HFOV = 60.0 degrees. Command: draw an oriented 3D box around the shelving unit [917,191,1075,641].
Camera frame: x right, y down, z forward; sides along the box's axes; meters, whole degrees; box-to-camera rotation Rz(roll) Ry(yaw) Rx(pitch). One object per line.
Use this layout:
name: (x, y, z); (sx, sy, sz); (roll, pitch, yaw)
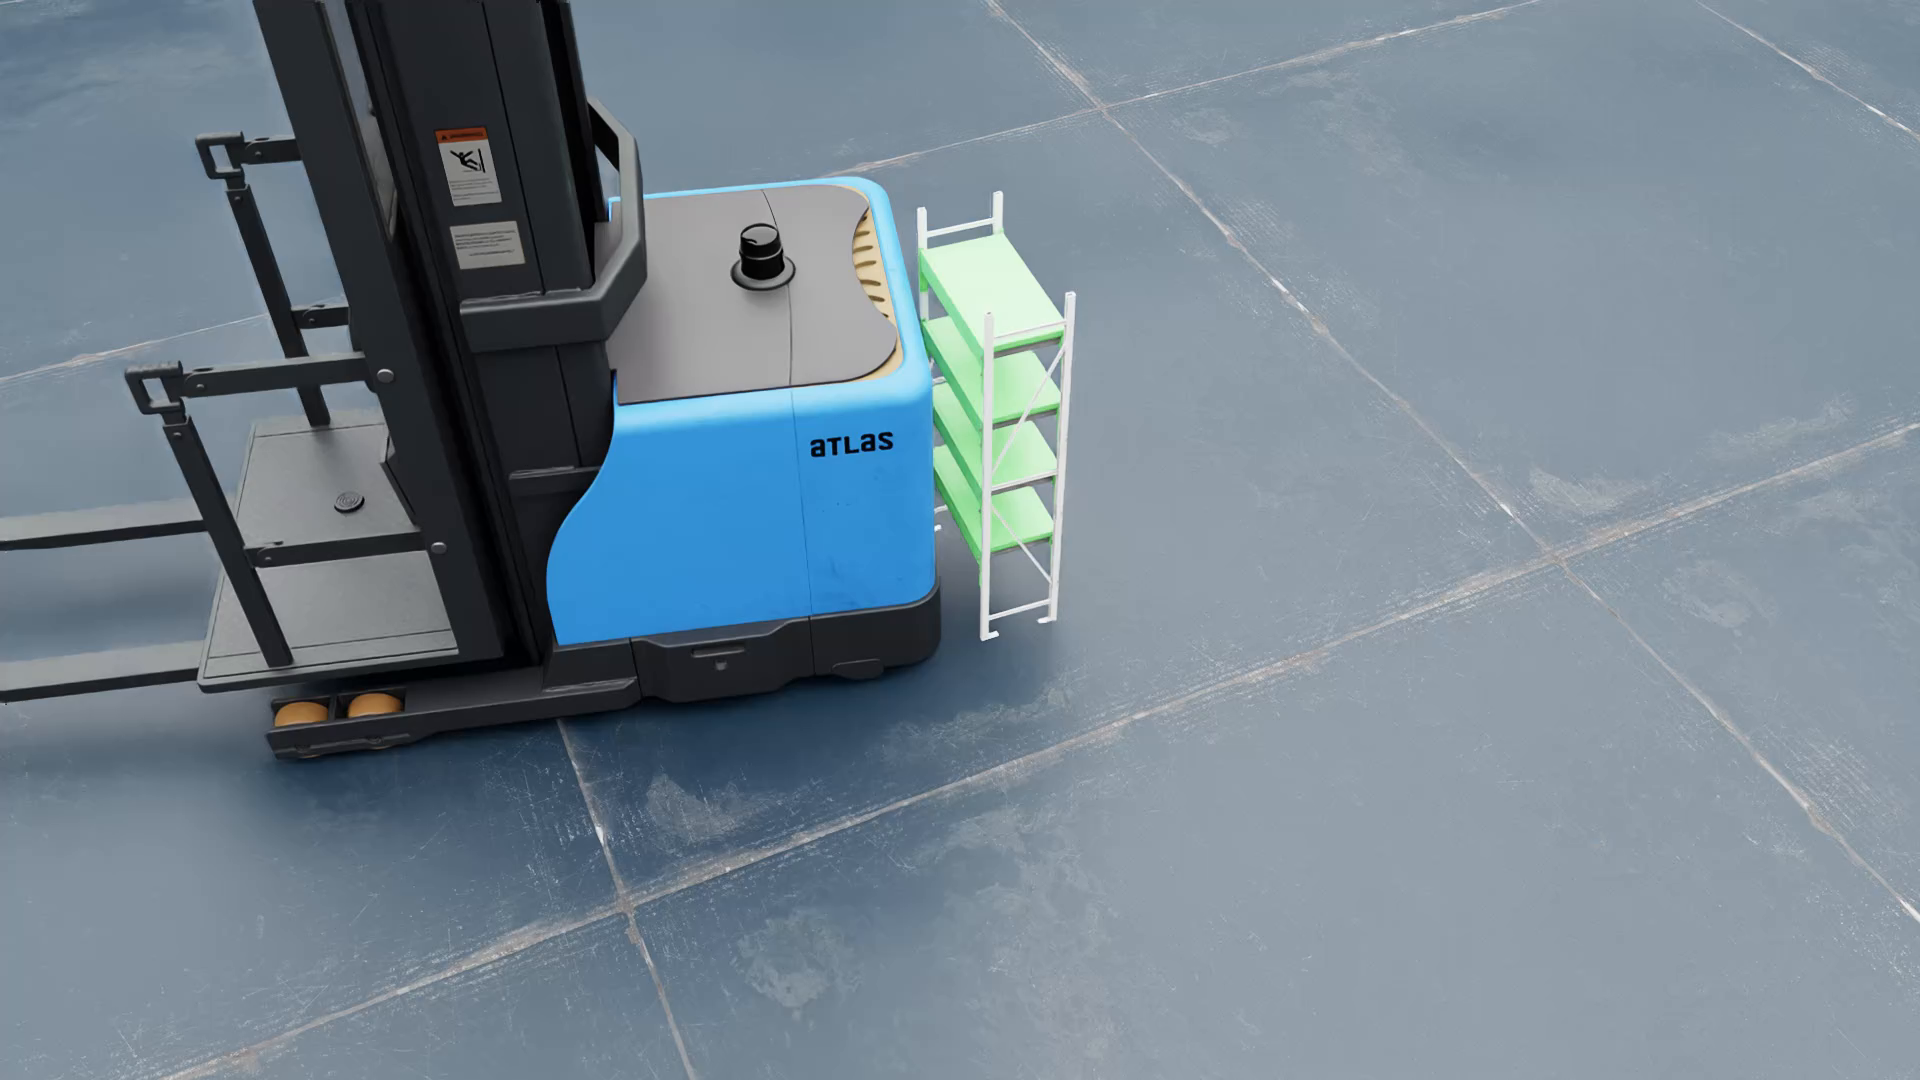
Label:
shelving unit: (0.088, -0.322, 4.722); (0.258, 1.200, 0.503); (-15, 47, -15)

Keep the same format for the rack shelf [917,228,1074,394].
rack shelf: (0.088, -0.618, 4.429); (0.258, 0.148, 0.480); (-15, 47, -15)

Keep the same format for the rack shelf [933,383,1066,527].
rack shelf: (0.088, -0.276, 4.767); (0.258, 0.148, 0.480); (-15, 47, -15)

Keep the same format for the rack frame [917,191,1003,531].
rack frame: (0.001, -0.482, 4.884); (0.240, 1.200, 0.015); (-15, 47, -15)

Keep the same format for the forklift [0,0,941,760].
forklift: (-1.621, -0.837, 4.012); (3.031, 2.935, 1.130); (-7, 45, -7)

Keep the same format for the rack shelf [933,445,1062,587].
rack shelf: (0.088, -0.105, 4.935); (0.258, 0.148, 0.480); (-15, 47, -15)

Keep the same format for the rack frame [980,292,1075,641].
rack frame: (0.175, -0.162, 4.559); (0.240, 1.200, 0.015); (-15, 47, -15)

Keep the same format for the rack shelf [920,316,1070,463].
rack shelf: (0.088, -0.447, 4.598); (0.258, 0.148, 0.480); (-15, 47, -15)
